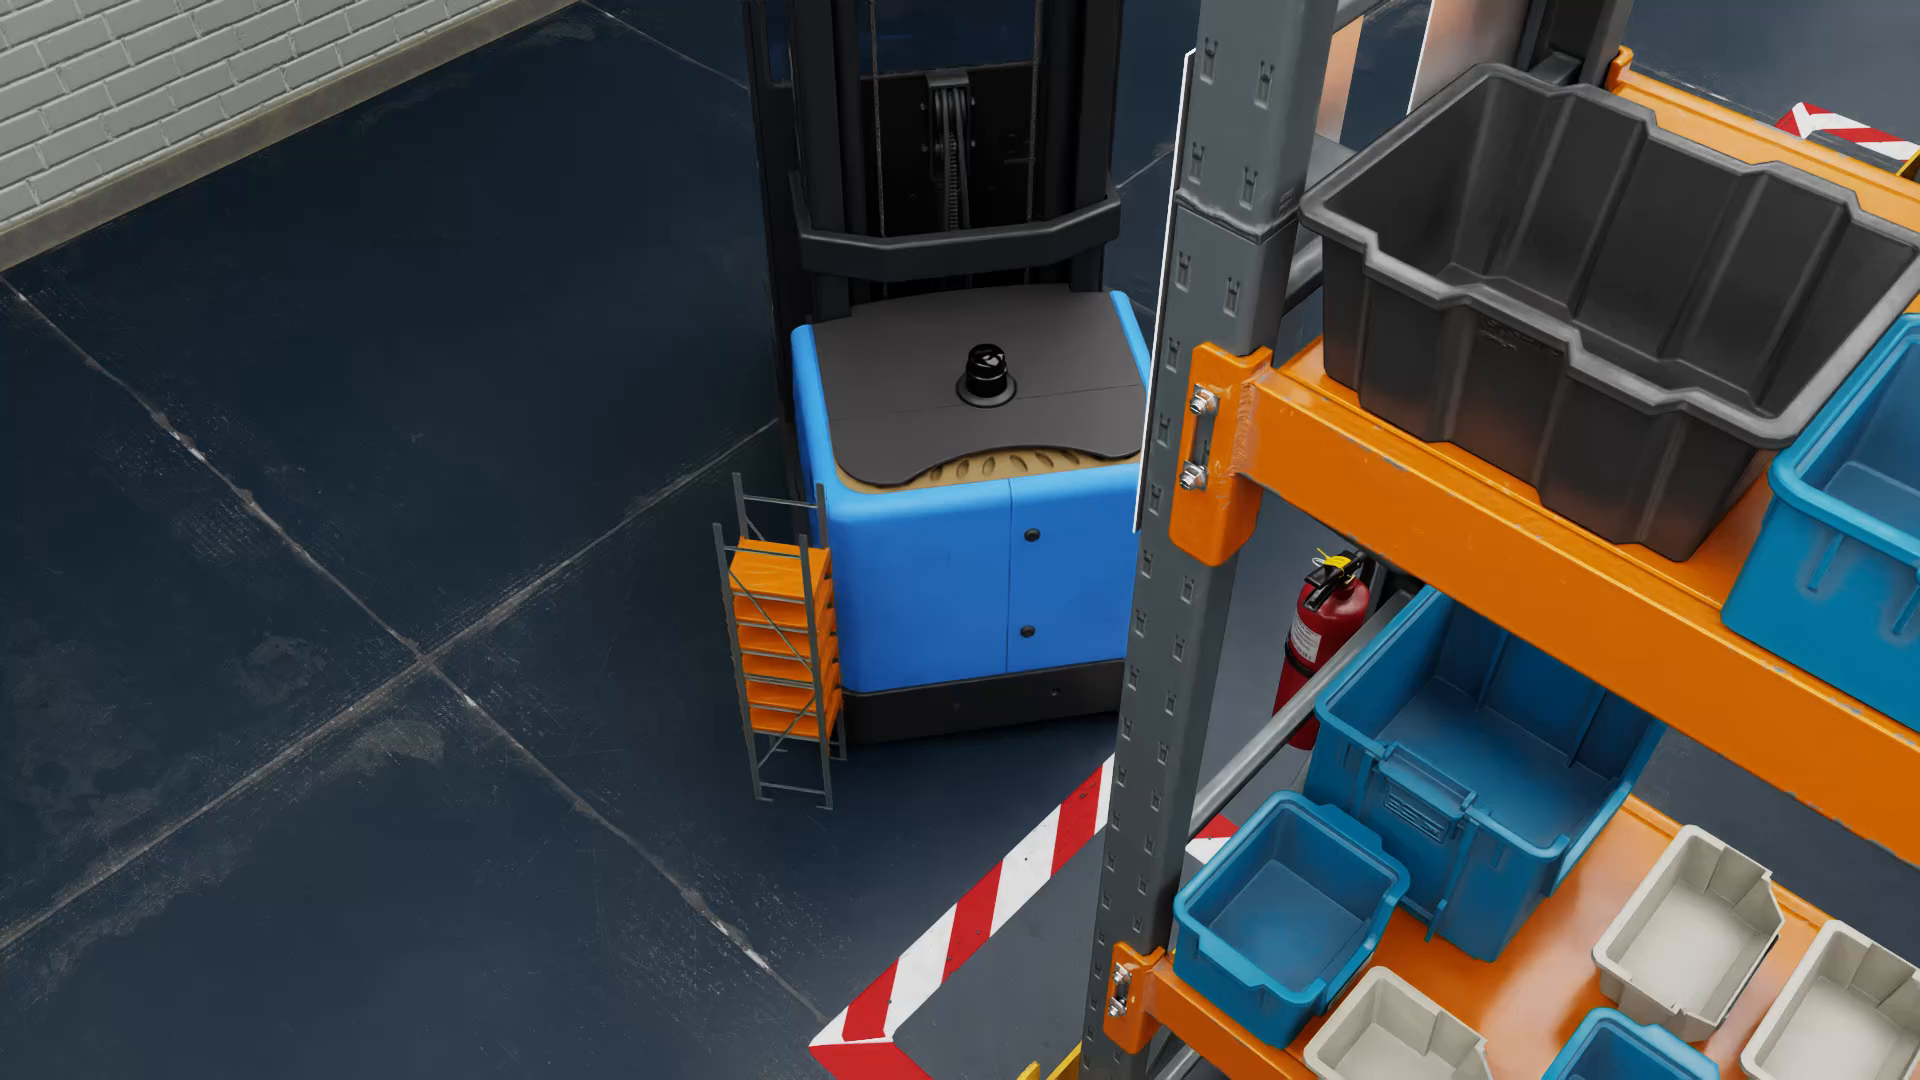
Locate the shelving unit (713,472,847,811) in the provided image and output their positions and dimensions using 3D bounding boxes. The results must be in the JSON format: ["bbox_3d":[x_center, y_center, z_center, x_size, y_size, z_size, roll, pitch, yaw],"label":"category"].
[{"bbox_3d":[-0.482,0.319,4.628,0.258,1.200,0.189,7,47,7],"label":"shelving unit"}]

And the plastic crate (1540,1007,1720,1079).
[{"bbox_3d":[1.087,1.041,2.788,0.300,0.233,0.416,34,55,28],"label":"plastic crate"}]

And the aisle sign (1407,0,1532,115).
[{"bbox_3d":[0.791,-0.702,2.568,0.004,0.787,0.394,34,55,28],"label":"aisle sign"}]

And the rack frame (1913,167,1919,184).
[{"bbox_3d":[4.004,-2.273,5.826,0.127,3.000,1.000,34,55,28],"label":"rack frame"}]

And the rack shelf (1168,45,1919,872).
[{"bbox_3d":[2.115,0.589,1.575,4.000,0.370,1.077,34,55,28],"label":"rack shelf"}]

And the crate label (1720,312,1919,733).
[{"bbox_3d":[1.104,0.034,1.705,0.502,0.251,0.408,34,55,28],"label":"crate label"}]

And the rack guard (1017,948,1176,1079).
[{"bbox_3d":[0.618,1.231,4.251,0.348,0.500,1.175,34,55,28],"label":"rack guard"}]

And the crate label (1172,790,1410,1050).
[{"bbox_3d":[0.603,0.716,3.094,0.303,0.233,0.416,34,55,28],"label":"crate label"}]

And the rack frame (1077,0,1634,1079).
[{"bbox_3d":[0.645,0.381,3.335,0.127,3.000,1.000,34,55,28],"label":"rack frame"}]

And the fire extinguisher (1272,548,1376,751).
[{"bbox_3d":[0.842,0.217,3.798,0.183,0.674,0.296,34,55,28],"label":"fire extinguisher"}]

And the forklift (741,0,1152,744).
[{"bbox_3d":[-0.116,-1.472,5.122,1.130,2.935,3.031,-7,47,-7],"label":"forklift"}]

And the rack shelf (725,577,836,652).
[{"bbox_3d":[-0.482,0.185,4.485,0.258,0.103,0.180,7,47,7],"label":"rack shelf"}]

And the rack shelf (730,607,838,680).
[{"bbox_3d":[-0.482,0.267,4.572,0.258,0.103,0.180,7,47,7],"label":"rack shelf"}]

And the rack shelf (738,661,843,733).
[{"bbox_3d":[-0.482,0.431,4.747,0.258,0.103,0.180,7,47,7],"label":"rack shelf"}]

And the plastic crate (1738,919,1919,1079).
[{"bbox_3d":[1.570,0.908,2.980,0.243,0.136,0.396,34,55,28],"label":"plastic crate"}]

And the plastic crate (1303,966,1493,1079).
[{"bbox_3d":[0.783,0.952,2.939,0.298,0.136,0.250,34,55,28],"label":"plastic crate"}]

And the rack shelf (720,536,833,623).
[{"bbox_3d":[-0.482,0.103,4.397,0.258,0.103,0.180,7,47,7],"label":"rack shelf"}]

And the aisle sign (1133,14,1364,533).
[{"bbox_3d":[0.390,-0.386,2.271,0.004,0.787,0.394,34,55,28],"label":"aisle sign"}]

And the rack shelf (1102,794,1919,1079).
[{"bbox_3d":[2.115,1.616,2.669,4.000,0.370,1.077,34,55,28],"label":"rack shelf"}]

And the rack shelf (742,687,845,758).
[{"bbox_3d":[-0.482,0.513,4.835,0.258,0.103,0.180,7,47,7],"label":"rack shelf"}]

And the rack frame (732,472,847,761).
[{"bbox_3d":[-0.466,0.253,4.689,0.240,1.200,0.006,7,47,7],"label":"rack frame"}]

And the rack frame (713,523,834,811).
[{"bbox_3d":[-0.498,0.385,4.566,0.240,1.200,0.006,7,47,7],"label":"rack frame"}]

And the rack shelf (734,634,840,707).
[{"bbox_3d":[-0.482,0.349,4.660,0.258,0.103,0.180,7,47,7],"label":"rack shelf"}]

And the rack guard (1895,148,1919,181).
[{"bbox_3d":[3.986,-1.429,6.749,0.348,0.500,1.175,34,55,28],"label":"rack guard"}]

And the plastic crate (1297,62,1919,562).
[{"bbox_3d":[0.739,-0.262,1.970,0.590,0.269,0.497,34,55,28],"label":"plastic crate"}]

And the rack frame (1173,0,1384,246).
[{"bbox_3d":[0.645,-1.673,1.148,0.127,3.000,1.000,34,55,28],"label":"rack frame"}]

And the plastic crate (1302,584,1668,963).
[{"bbox_3d":[1.018,0.413,3.239,0.499,0.435,0.616,34,55,28],"label":"plastic crate"}]

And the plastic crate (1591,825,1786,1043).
[{"bbox_3d":[1.367,0.757,3.122,0.243,0.136,0.396,34,55,28],"label":"plastic crate"}]
